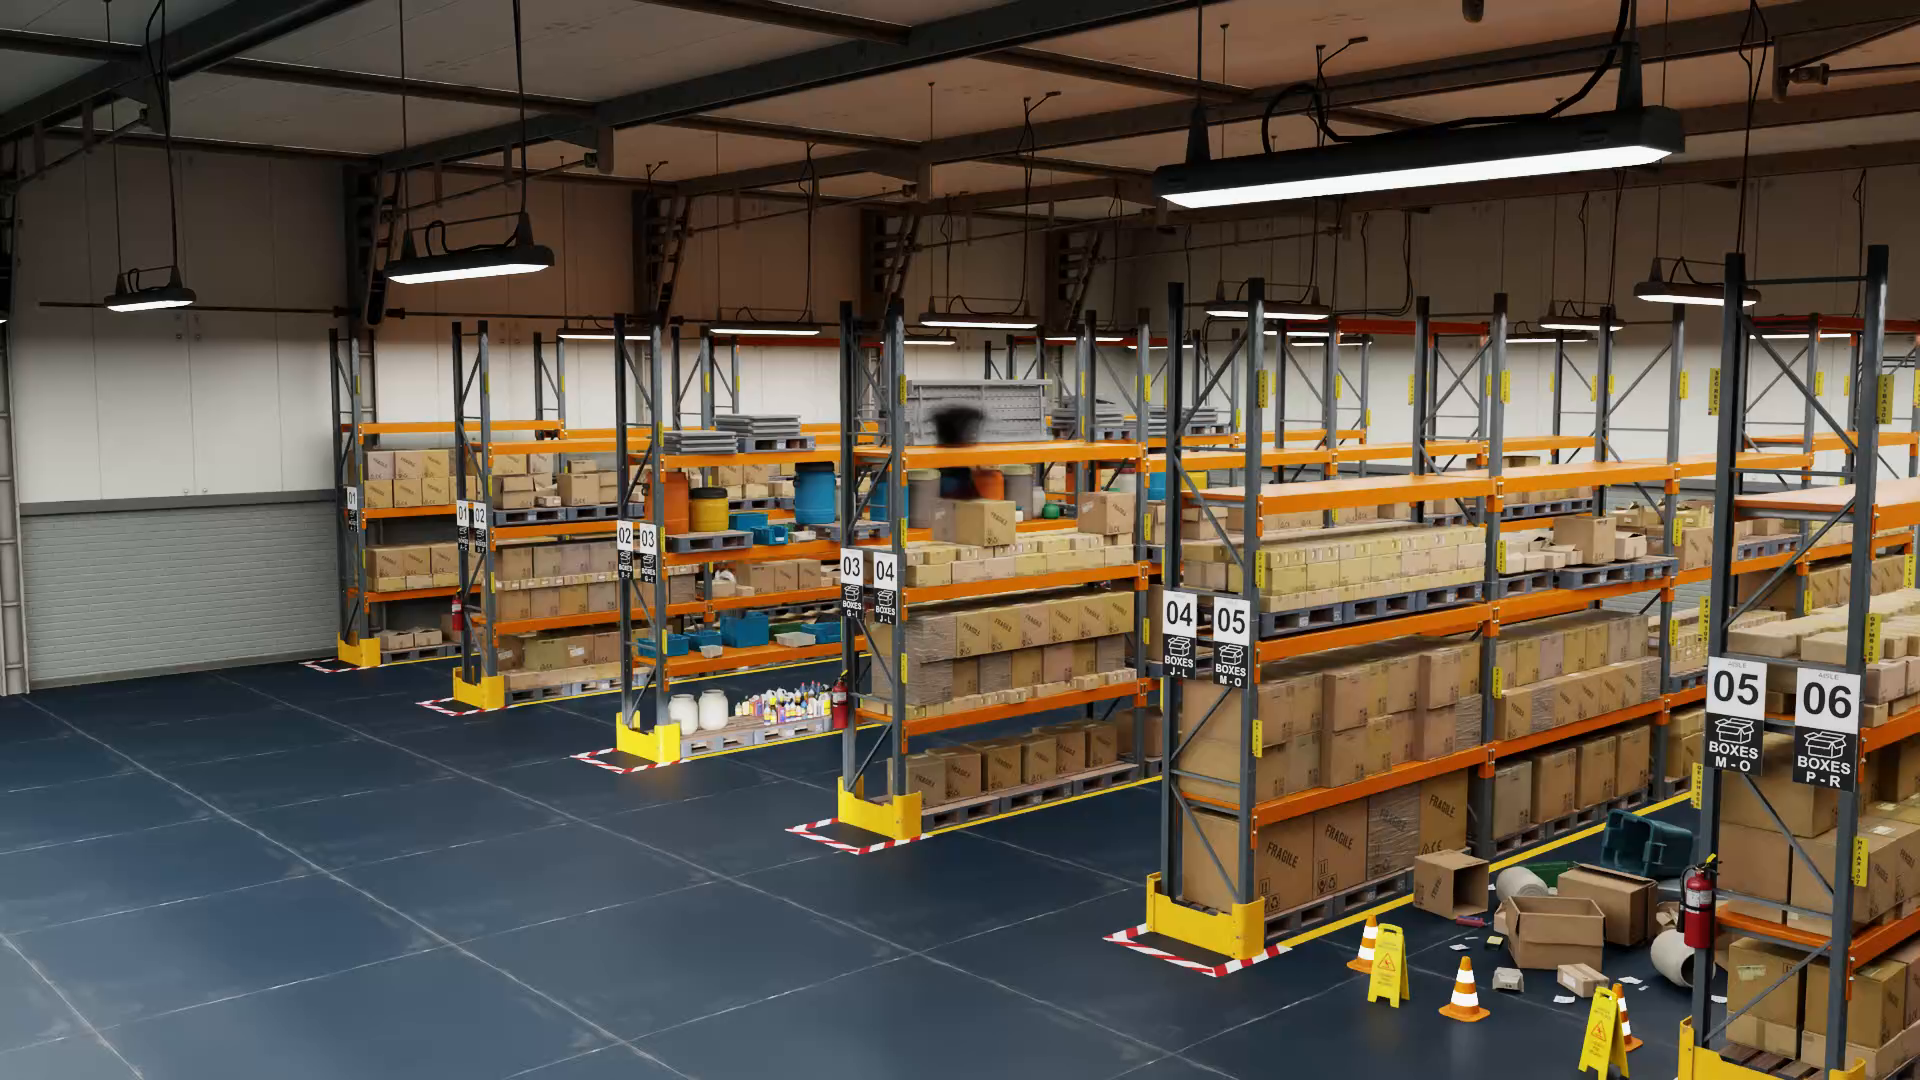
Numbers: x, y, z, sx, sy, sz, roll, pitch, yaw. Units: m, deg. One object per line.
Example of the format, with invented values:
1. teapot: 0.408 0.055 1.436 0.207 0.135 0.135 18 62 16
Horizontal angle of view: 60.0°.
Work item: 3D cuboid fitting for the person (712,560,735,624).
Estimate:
1. person: -4.503 1.200 31.317 0.655 1.820 0.734 5 7 41
